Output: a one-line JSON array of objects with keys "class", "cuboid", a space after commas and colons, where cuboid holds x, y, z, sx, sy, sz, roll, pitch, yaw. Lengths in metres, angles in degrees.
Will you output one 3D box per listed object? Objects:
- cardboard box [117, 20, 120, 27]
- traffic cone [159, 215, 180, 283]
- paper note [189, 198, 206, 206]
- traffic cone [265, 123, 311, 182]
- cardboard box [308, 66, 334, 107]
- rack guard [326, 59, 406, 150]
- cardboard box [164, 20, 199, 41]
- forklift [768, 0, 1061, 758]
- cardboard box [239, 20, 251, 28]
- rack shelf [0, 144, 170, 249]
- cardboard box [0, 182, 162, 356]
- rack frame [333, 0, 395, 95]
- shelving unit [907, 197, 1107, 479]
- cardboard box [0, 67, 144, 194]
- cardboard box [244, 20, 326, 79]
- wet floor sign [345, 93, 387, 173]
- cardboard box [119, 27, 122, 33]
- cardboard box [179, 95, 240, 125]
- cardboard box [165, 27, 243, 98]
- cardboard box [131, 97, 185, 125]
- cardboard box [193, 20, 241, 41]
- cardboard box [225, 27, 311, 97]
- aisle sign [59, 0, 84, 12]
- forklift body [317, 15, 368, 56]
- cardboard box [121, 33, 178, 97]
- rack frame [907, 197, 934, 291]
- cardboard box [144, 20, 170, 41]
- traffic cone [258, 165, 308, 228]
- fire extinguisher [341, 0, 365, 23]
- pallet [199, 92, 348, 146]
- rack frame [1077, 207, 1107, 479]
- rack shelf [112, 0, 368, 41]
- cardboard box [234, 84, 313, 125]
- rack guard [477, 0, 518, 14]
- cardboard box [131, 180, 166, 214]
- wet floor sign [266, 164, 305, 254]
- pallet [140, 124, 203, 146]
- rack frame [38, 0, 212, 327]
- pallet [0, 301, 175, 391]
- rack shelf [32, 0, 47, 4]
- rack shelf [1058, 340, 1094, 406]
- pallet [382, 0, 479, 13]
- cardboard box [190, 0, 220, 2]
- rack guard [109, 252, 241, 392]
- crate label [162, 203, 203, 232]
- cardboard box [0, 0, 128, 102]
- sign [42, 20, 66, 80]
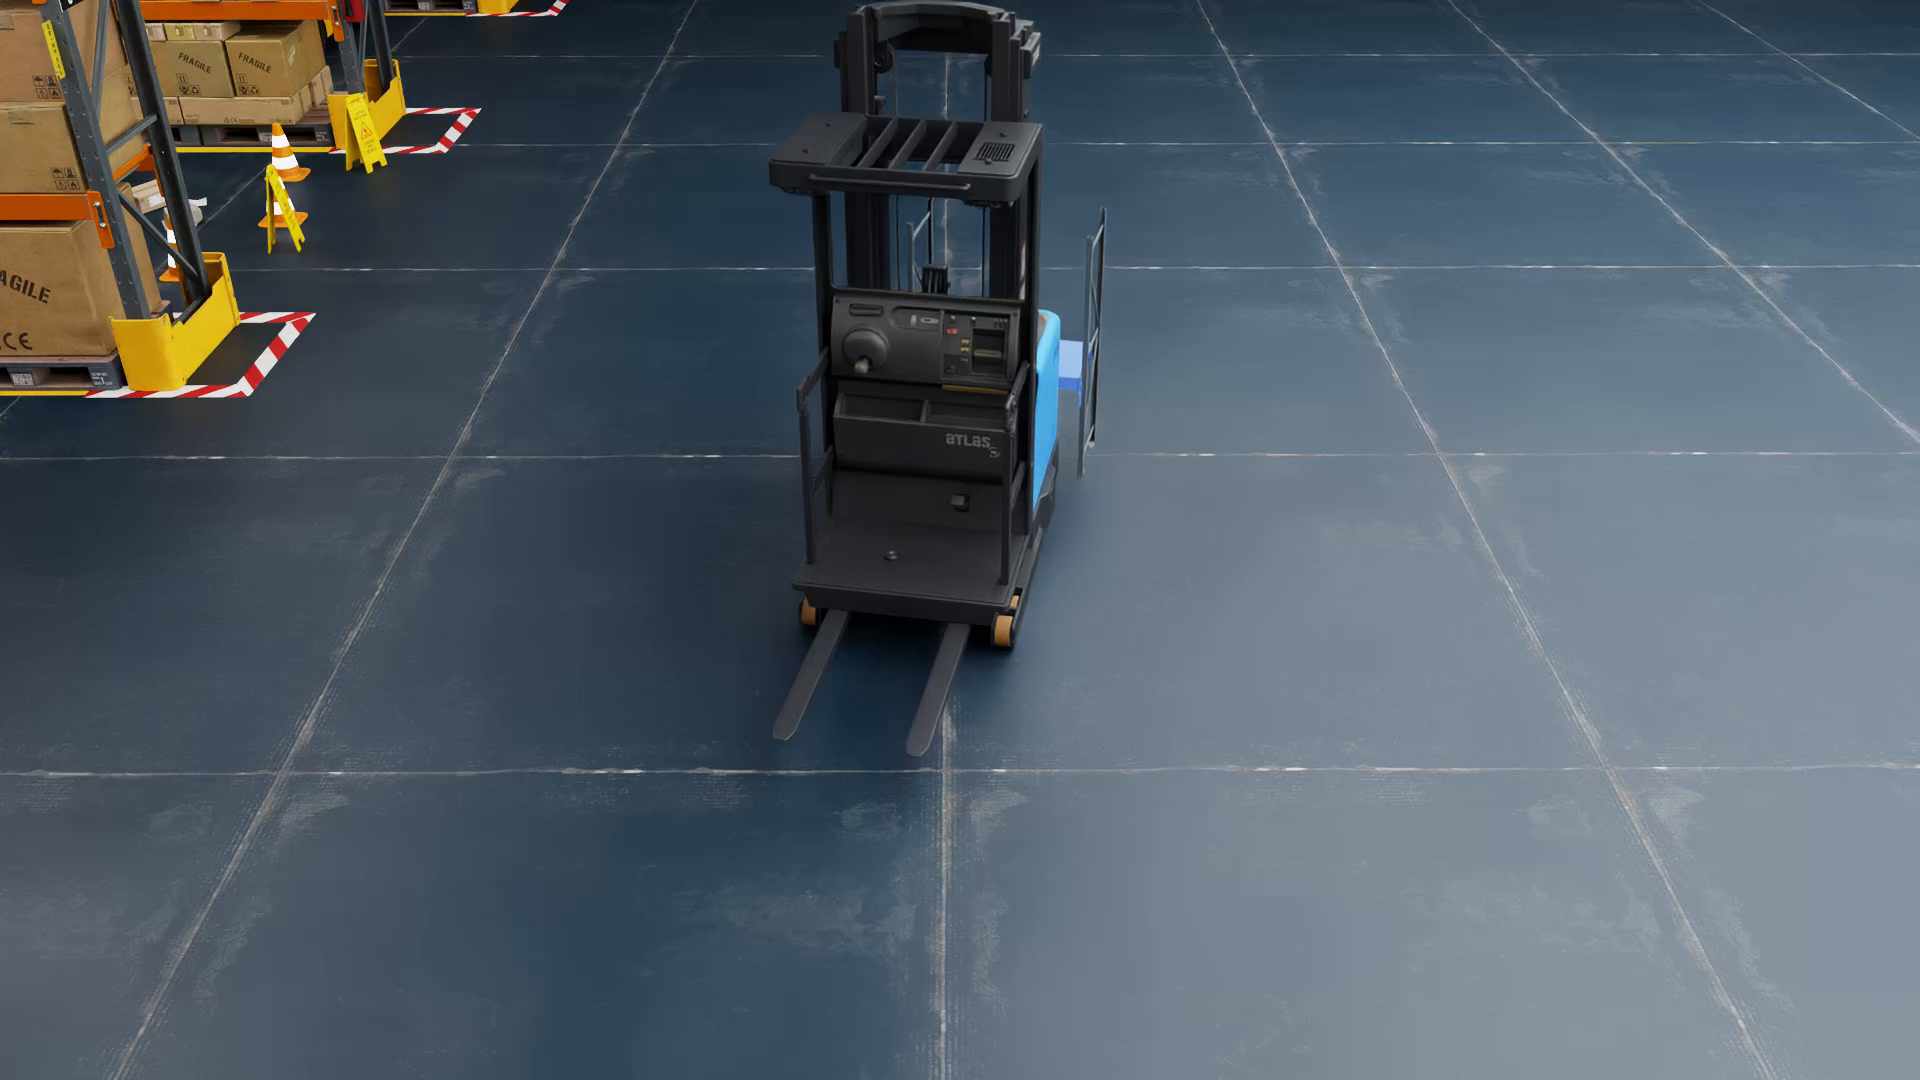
[{"class": "cardboard box", "cuboid": [-7.820, -4.581, 15.431, 0.500, 0.500, 0.500, 1, 31, 2]}, {"class": "traffic cone", "cuboid": [-5.837, -2.206, 12.440, 0.334, 0.463, 0.336, 0, 31, 0]}, {"class": "paper note", "cuboid": [-6.362, -2.818, 13.866, 0.142, 0.019, 0.148, -11, 33, -17]}, {"class": "traffic cone", "cuboid": [-5.851, -3.368, 14.355, 0.334, 0.463, 0.336, 0, 31, 0]}, {"class": "cardboard box", "cuboid": [-6.237, -4.268, 15.639, 0.500, 0.250, 0.500, 0, 31, -1]}, {"class": "rack guard", "cuboid": [-5.505, -4.054, 15.450, 0.348, 0.500, 1.175, 0, 31, 0]}, {"class": "cardboard box", "cuboid": [-6.846, -4.552, 14.759, 0.250, 0.149, 0.380, 0, 31, 1]}, {"class": "forklift", "cuboid": [-0.210, -0.920, 7.940, 1.130, 2.935, 3.031, 6, 32, 9]}, {"class": "cardboard box", "cuboid": [-6.783, -4.584, 15.437, 0.500, 0.500, 0.500, -1, 31, -2]}, {"class": "rack shelf", "cuboid": [-7.298, -2.242, 10.747, 4.000, 0.370, 1.077, 0, 31, 0]}, {"class": "cardboard box", "cuboid": [-5.975, -1.791, 10.953, 0.875, 0.875, 0.875, 0, 31, 0]}, {"class": "rack frame", "cuboid": [-5.429, -5.123, 14.802, 0.127, 3.000, 1.000, 0, 31, 0]}, {"class": "shelving unit", "cuboid": [0.271, -1.193, 9.770, 1.048, 1.500, 0.538, 7, 32, 11]}, {"class": "cardboard box", "cuboid": [-5.668, -2.595, 10.491, 0.550, 0.550, 0.875, 0, 31, 0]}, {"class": "cardboard box", "cuboid": [-6.261, -4.588, 15.443, 0.500, 0.500, 0.500, -1, 31, -2]}, {"class": "wet floor sign", "cuboid": [-5.232, -3.562, 14.499, 0.232, 0.644, 0.267, 10, 33, 17]}, {"class": "cardboard box", "cuboid": [-7.783, -4.305, 14.977, 0.500, 0.500, 0.500, 1, 31, 2]}, {"class": "cardboard box", "cuboid": [-6.753, -3.987, 15.176, 0.500, 0.250, 0.500, 0, 31, 0]}, {"class": "cardboard box", "cuboid": [-6.750, -4.307, 14.979, 0.500, 0.500, 0.500, 1, 31, 2]}, {"class": "cardboard box", "cuboid": [-7.277, -3.983, 15.169, 0.500, 0.250, 0.500, -1, 31, -2]}, {"class": "cardboard box", "cuboid": [-6.595, -4.551, 14.757, 0.250, 0.149, 0.380, 1, 31, 1]}, {"class": "cardboard box", "cuboid": [-6.228, -4.310, 14.985, 0.500, 0.500, 0.500, 0, 31, 0]}, {"class": "aisle sign", "cuboid": [-5.225, -3.512, 9.640, 0.004, 0.787, 0.394, 0, 31, 0]}, {"class": "forklift body", "cuboid": [-7.347, -6.383, 17.696, 1.214, 2.155, 2.313, 0, 31, 0]}, {"class": "cardboard box", "cuboid": [-7.255, -4.309, 14.983, 0.500, 0.500, 0.500, -1, 31, -1]}, {"class": "rack frame", "cuboid": [-0.224, -1.253, 9.869, 0.032, 1.500, 0.500, 7, 32, 11]}, {"class": "cardboard box", "cuboid": [-7.110, -4.552, 14.759, 0.250, 0.149, 0.380, 1, 31, 2]}, {"class": "traffic cone", "cuboid": [-5.504, -2.793, 13.408, 0.334, 0.463, 0.336, 0, 31, 0]}, {"class": "fire extinguisher", "cuboid": [-5.311, -4.851, 14.429, 0.183, 0.674, 0.296, 0, 31, 0]}, {"class": "pallet", "cuboid": [-6.317, -3.946, 15.551, 1.213, 0.211, 1.003, 0, 31, 0]}, {"class": "rack frame", "cuboid": [0.766, -1.133, 9.671, 0.032, 1.500, 0.500, 7, 32, 11]}, {"class": "rack shelf", "cuboid": [-7.428, -4.809, 14.978, 4.000, 0.370, 1.077, 0, 31, 0]}, {"class": "cardboard box", "cuboid": [-6.259, -3.985, 15.172, 0.500, 0.250, 0.500, 0, 31, -1]}, {"class": "rack guard", "cuboid": [-5.438, -6.629, 19.694, 0.348, 0.500, 1.175, 0, 31, 0]}, {"class": "cardboard box", "cuboid": [-6.726, -2.852, 13.808, 0.250, 0.149, 0.380, 16, 35, 25]}, {"class": "wet floor sign", "cuboid": [-5.281, -2.576, 12.874, 0.232, 0.644, 0.267, -5, 32, -9]}, {"class": "pallet", "cuboid": [-7.534, -3.944, 15.547, 1.213, 0.211, 1.003, 0, 31, 0]}, {"class": "rack frame", "cuboid": [-5.298, -2.556, 10.571, 0.127, 3.000, 1.000, 0, 31, 0]}, {"class": "pallet", "cuboid": [-6.097, -1.320, 11.223, 1.213, 0.211, 1.003, 0, 31, 0]}, {"class": "rack shelf", "cuboid": [-7.298, -3.524, 9.969, 4.000, 0.370, 1.077, 0, 31, 0]}, {"class": "rack shelf", "cuboid": [0.271, -1.039, 9.864, 1.000, 0.185, 0.538, 7, 32, 11]}, {"class": "pallet", "cuboid": [-6.227, -6.482, 19.729, 1.213, 0.211, 1.003, 0, 31, 0]}, {"class": "cardboard box", "cuboid": [-6.568, -4.839, 14.576, 0.250, 0.149, 0.380, 0, 31, 1]}, {"class": "rack guard", "cuboid": [-5.274, -1.487, 11.219, 0.348, 0.500, 1.175, 0, 31, 0]}, {"class": "crate label", "cuboid": [-6.290, -2.619, 13.435, 0.298, 0.136, 0.250, -17, 35, -26]}, {"class": "cardboard box", "cuboid": [-5.669, -3.100, 10.283, 0.550, 0.550, 0.875, 0, 31, 0]}, {"class": "sign", "cuboid": [-5.308, -2.871, 9.745, 0.005, 0.325, 0.100, 0, 31, 0]}]
